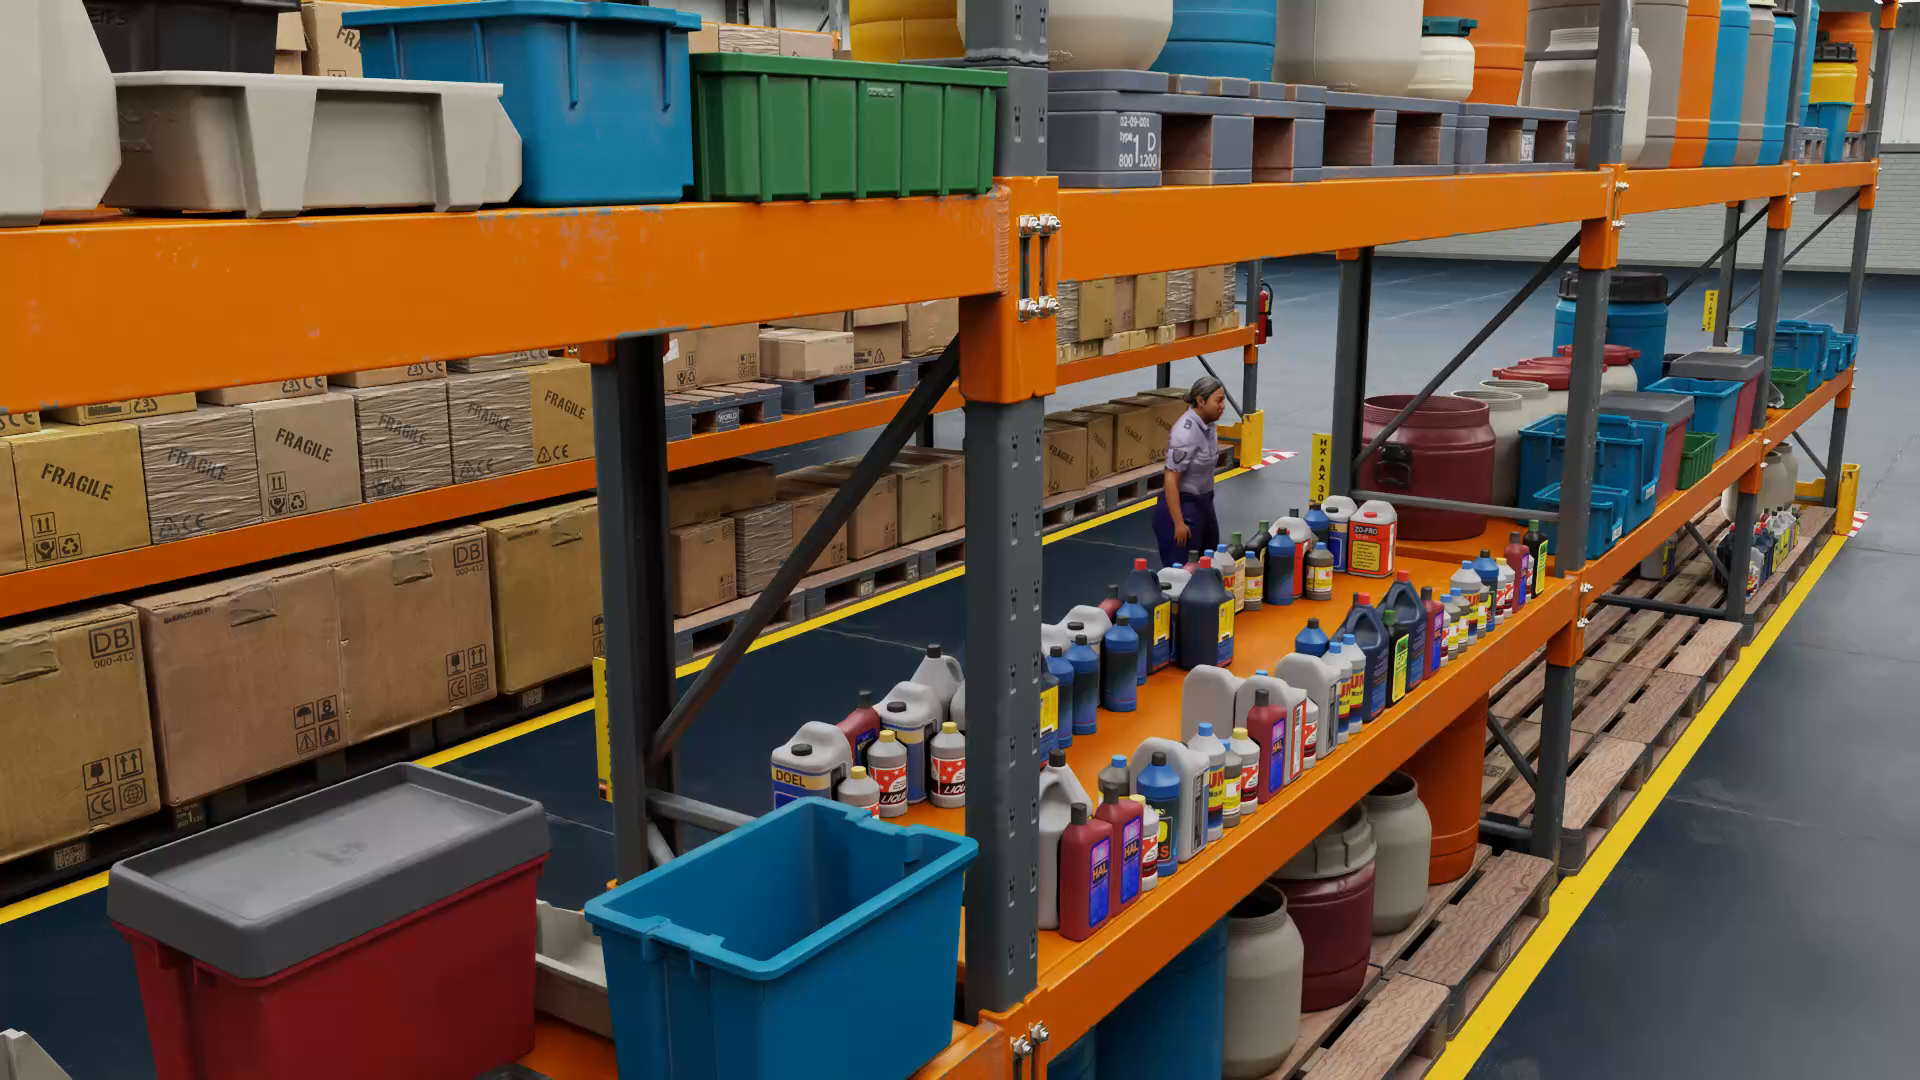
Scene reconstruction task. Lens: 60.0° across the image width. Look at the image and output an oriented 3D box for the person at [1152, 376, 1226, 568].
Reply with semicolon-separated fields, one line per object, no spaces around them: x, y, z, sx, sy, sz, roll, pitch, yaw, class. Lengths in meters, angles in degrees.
1.335;-0.112;9.483;0.426;1.651;0.560;8;15;30;person
